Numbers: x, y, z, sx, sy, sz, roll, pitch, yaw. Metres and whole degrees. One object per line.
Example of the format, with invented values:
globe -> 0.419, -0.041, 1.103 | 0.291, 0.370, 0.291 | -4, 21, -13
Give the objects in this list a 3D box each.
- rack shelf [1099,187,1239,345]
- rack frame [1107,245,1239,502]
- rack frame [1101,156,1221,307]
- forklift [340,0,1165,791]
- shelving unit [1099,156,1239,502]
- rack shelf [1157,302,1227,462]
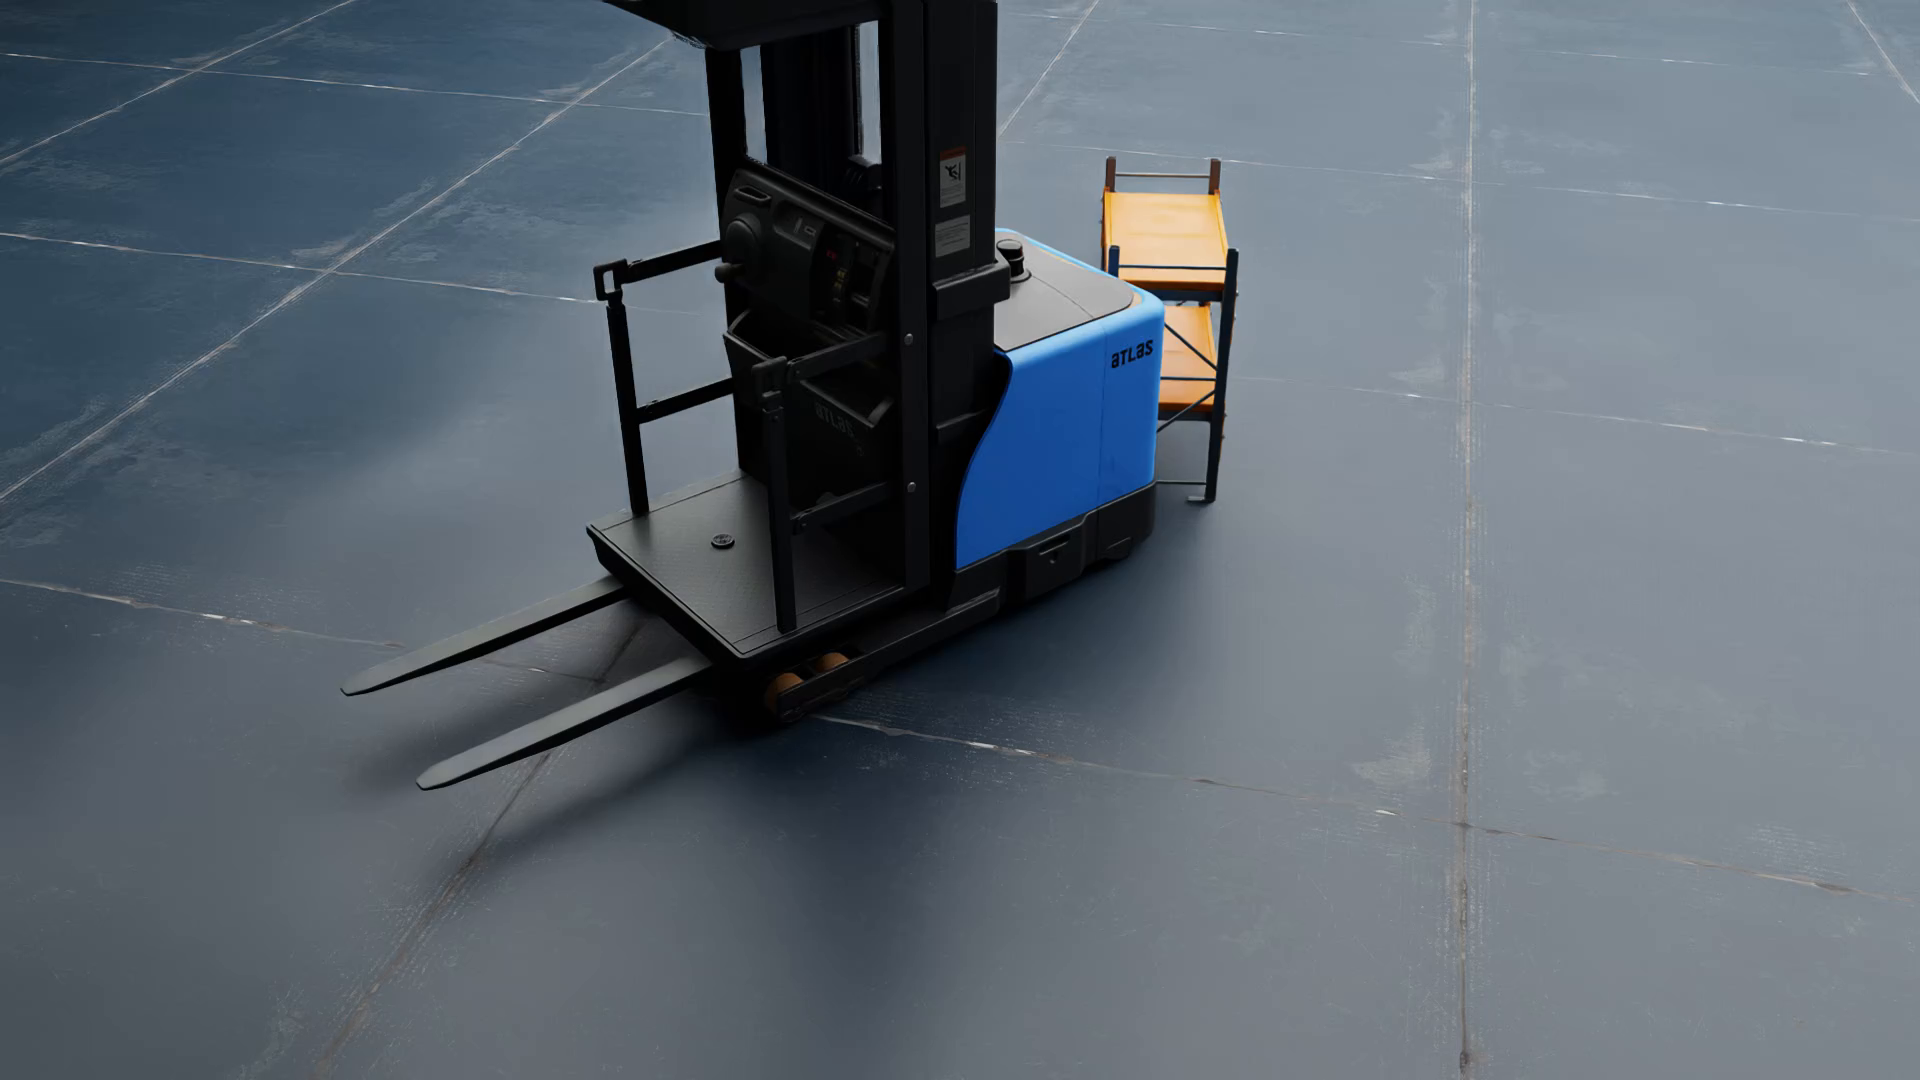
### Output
rack shelf -> 0.859, -1.172, 7.000 | 0.538, 0.278, 1.000 | 2, 32, 3
rack frame -> 0.826, -0.653, 6.728 | 0.500, 1.125, 0.032 | 2, 32, 3
rack frame -> 0.892, -1.197, 7.585 | 0.500, 1.125, 0.032 | 2, 32, 3
forklift -> -0.687, -0.927, 5.476 | 3.031, 2.935, 1.130 | -23, 39, -32
shelving unit -> 0.859, -0.925, 7.157 | 0.538, 1.125, 1.048 | 2, 32, 3
rack shelf -> 0.859, -0.719, 7.288 | 0.538, 0.278, 1.000 | 2, 32, 3
